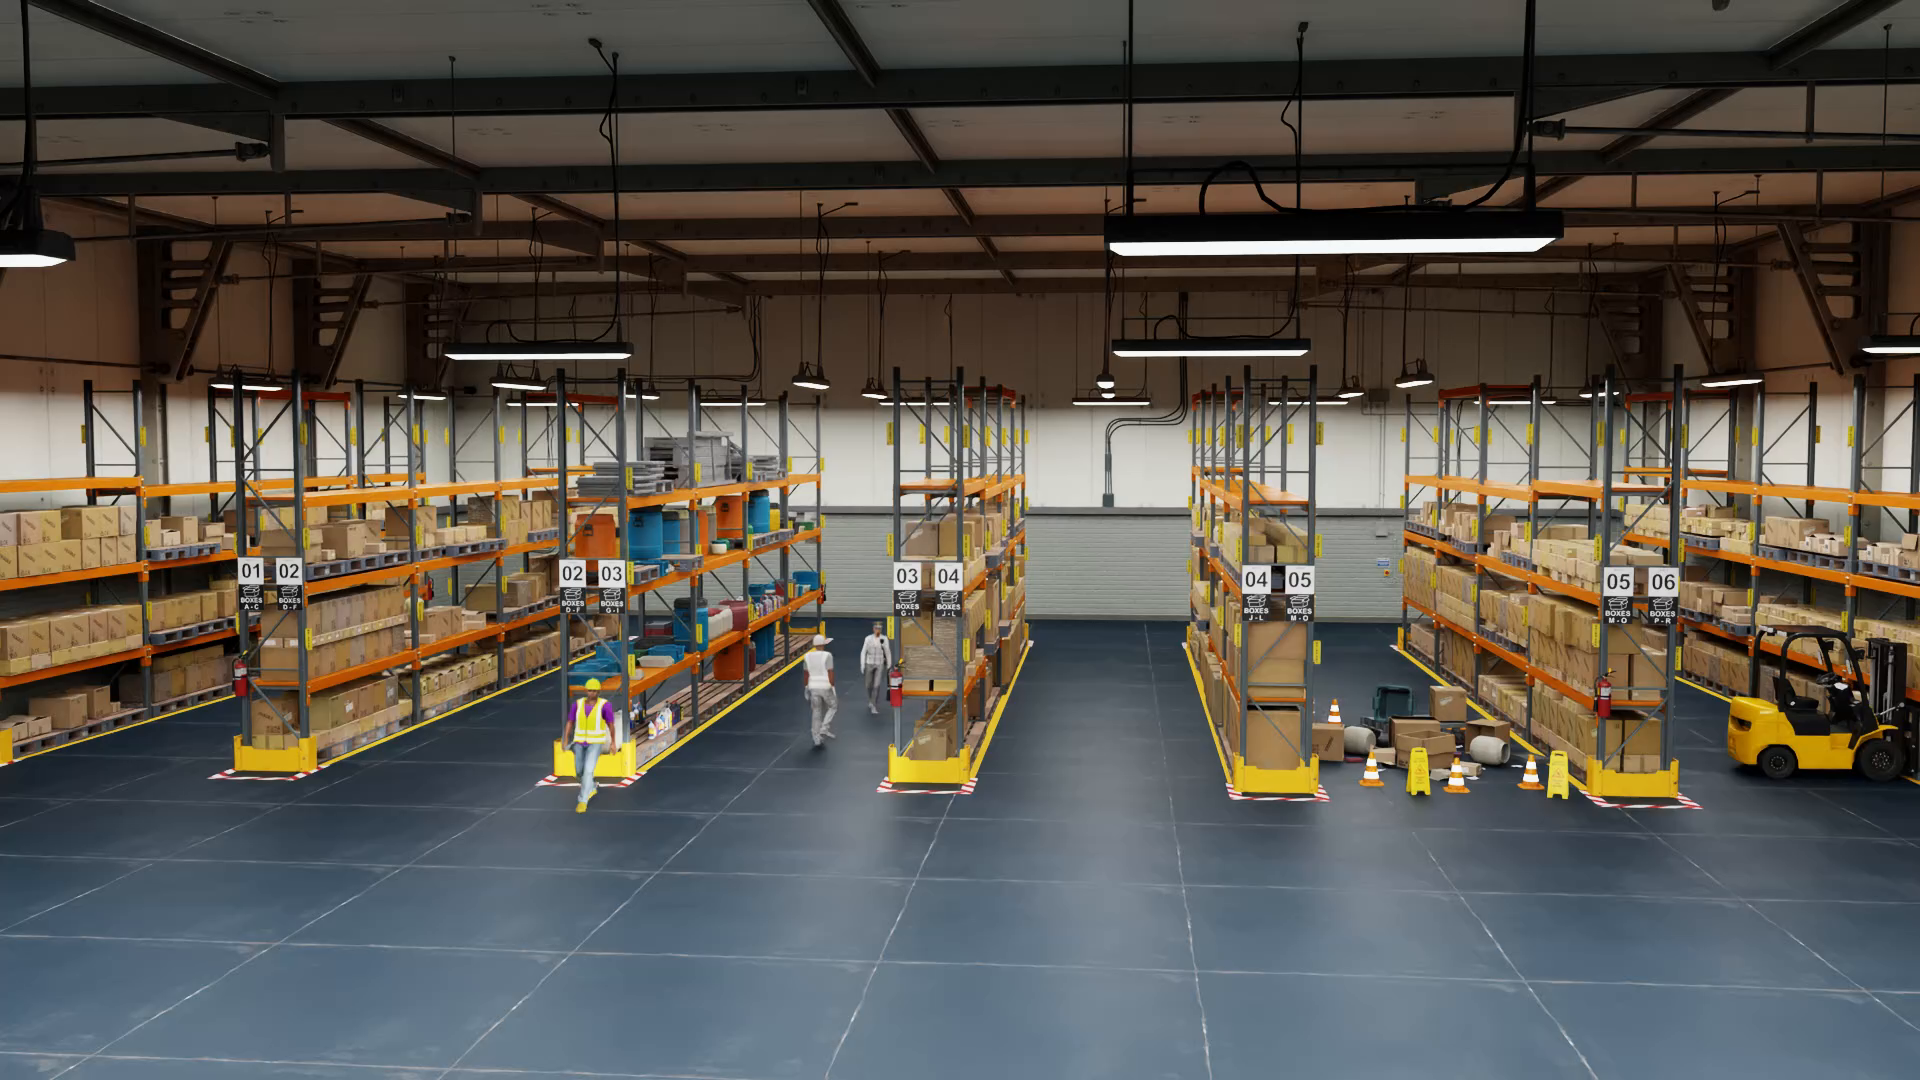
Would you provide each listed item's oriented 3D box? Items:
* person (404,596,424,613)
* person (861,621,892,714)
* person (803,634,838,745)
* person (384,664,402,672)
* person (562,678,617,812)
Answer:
[{"bbox_3d":[-12.333,1.855,37.491,0.424,1.612,1.082,0,4,2],"label":"person"},{"bbox_3d":[-1.528,2.319,30.341,0.560,1.694,0.637,0,4,3],"label":"person"},{"bbox_3d":[-2.289,2.427,27.063,0.591,1.775,0.492,1,4,16],"label":"person"},{"bbox_3d":[-11.306,2.147,32.953,0.453,1.576,0.436,1,4,13],"label":"person"},{"bbox_3d":[-5.009,2.742,22.469,0.677,1.738,0.848,0,4,4],"label":"person"}]
